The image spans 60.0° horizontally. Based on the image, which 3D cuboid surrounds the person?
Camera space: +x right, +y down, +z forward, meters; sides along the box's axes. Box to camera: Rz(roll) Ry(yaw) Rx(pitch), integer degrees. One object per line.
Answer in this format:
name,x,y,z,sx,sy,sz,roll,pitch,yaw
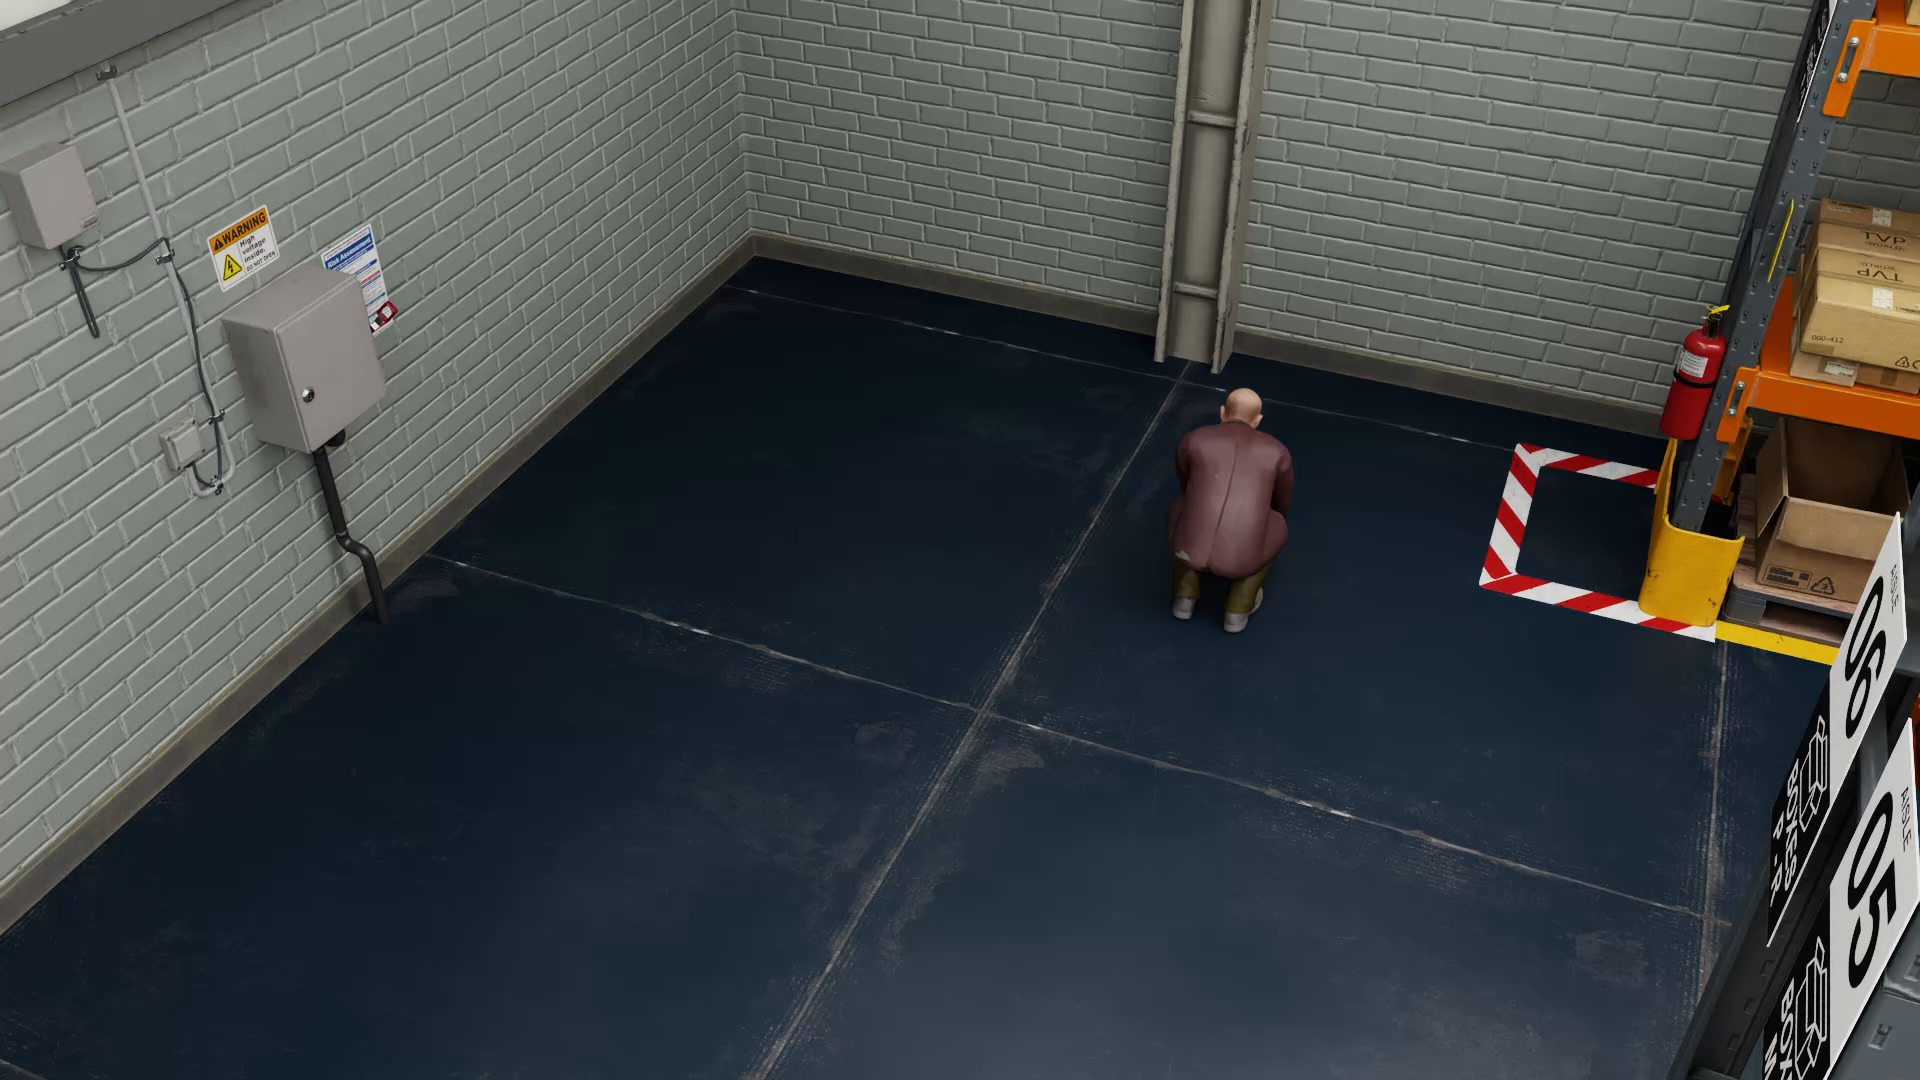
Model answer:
person,1.253,-0.131,7.742,0.606,0.895,0.906,14,39,18
